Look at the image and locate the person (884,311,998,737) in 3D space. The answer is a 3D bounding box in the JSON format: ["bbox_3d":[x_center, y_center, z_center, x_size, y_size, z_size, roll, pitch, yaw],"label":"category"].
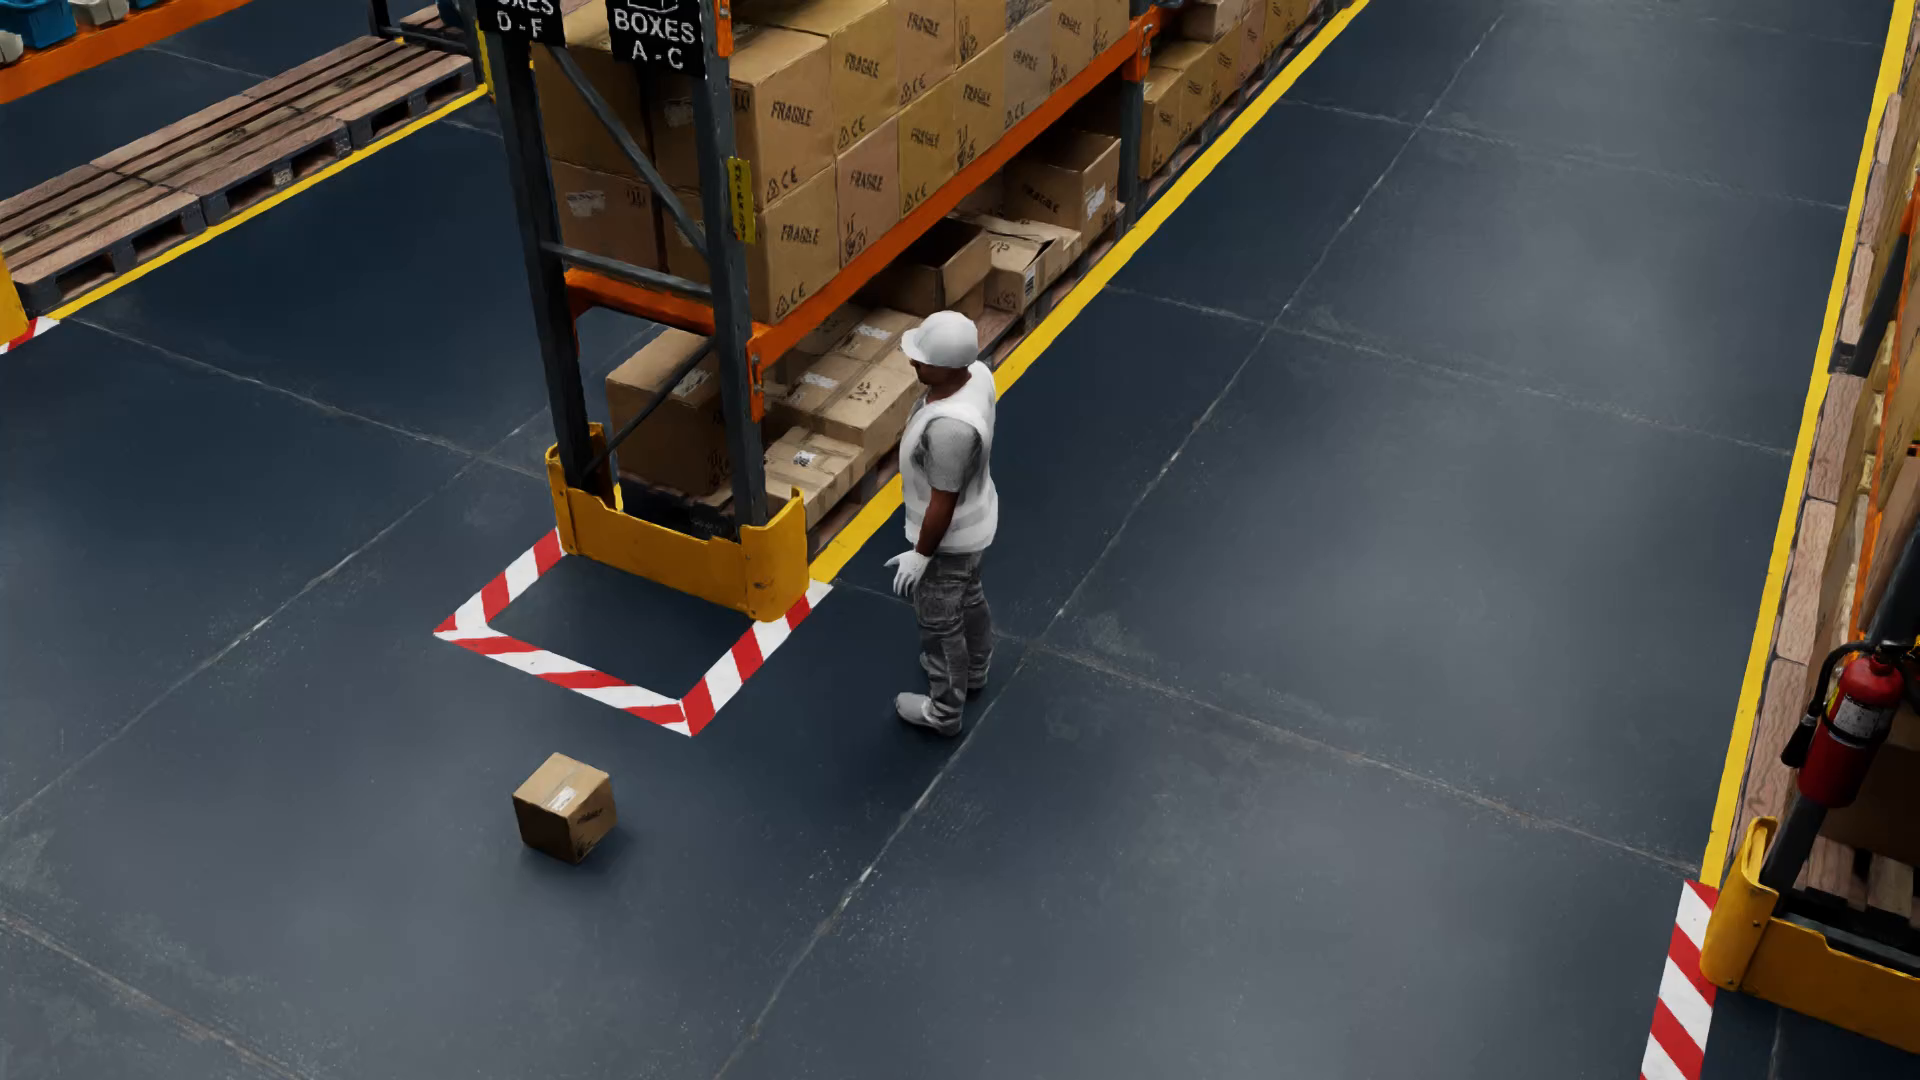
[{"bbox_3d":[-0.056,-0.049,6.158,0.397,1.784,0.619,6,38,8],"label":"person"}]
